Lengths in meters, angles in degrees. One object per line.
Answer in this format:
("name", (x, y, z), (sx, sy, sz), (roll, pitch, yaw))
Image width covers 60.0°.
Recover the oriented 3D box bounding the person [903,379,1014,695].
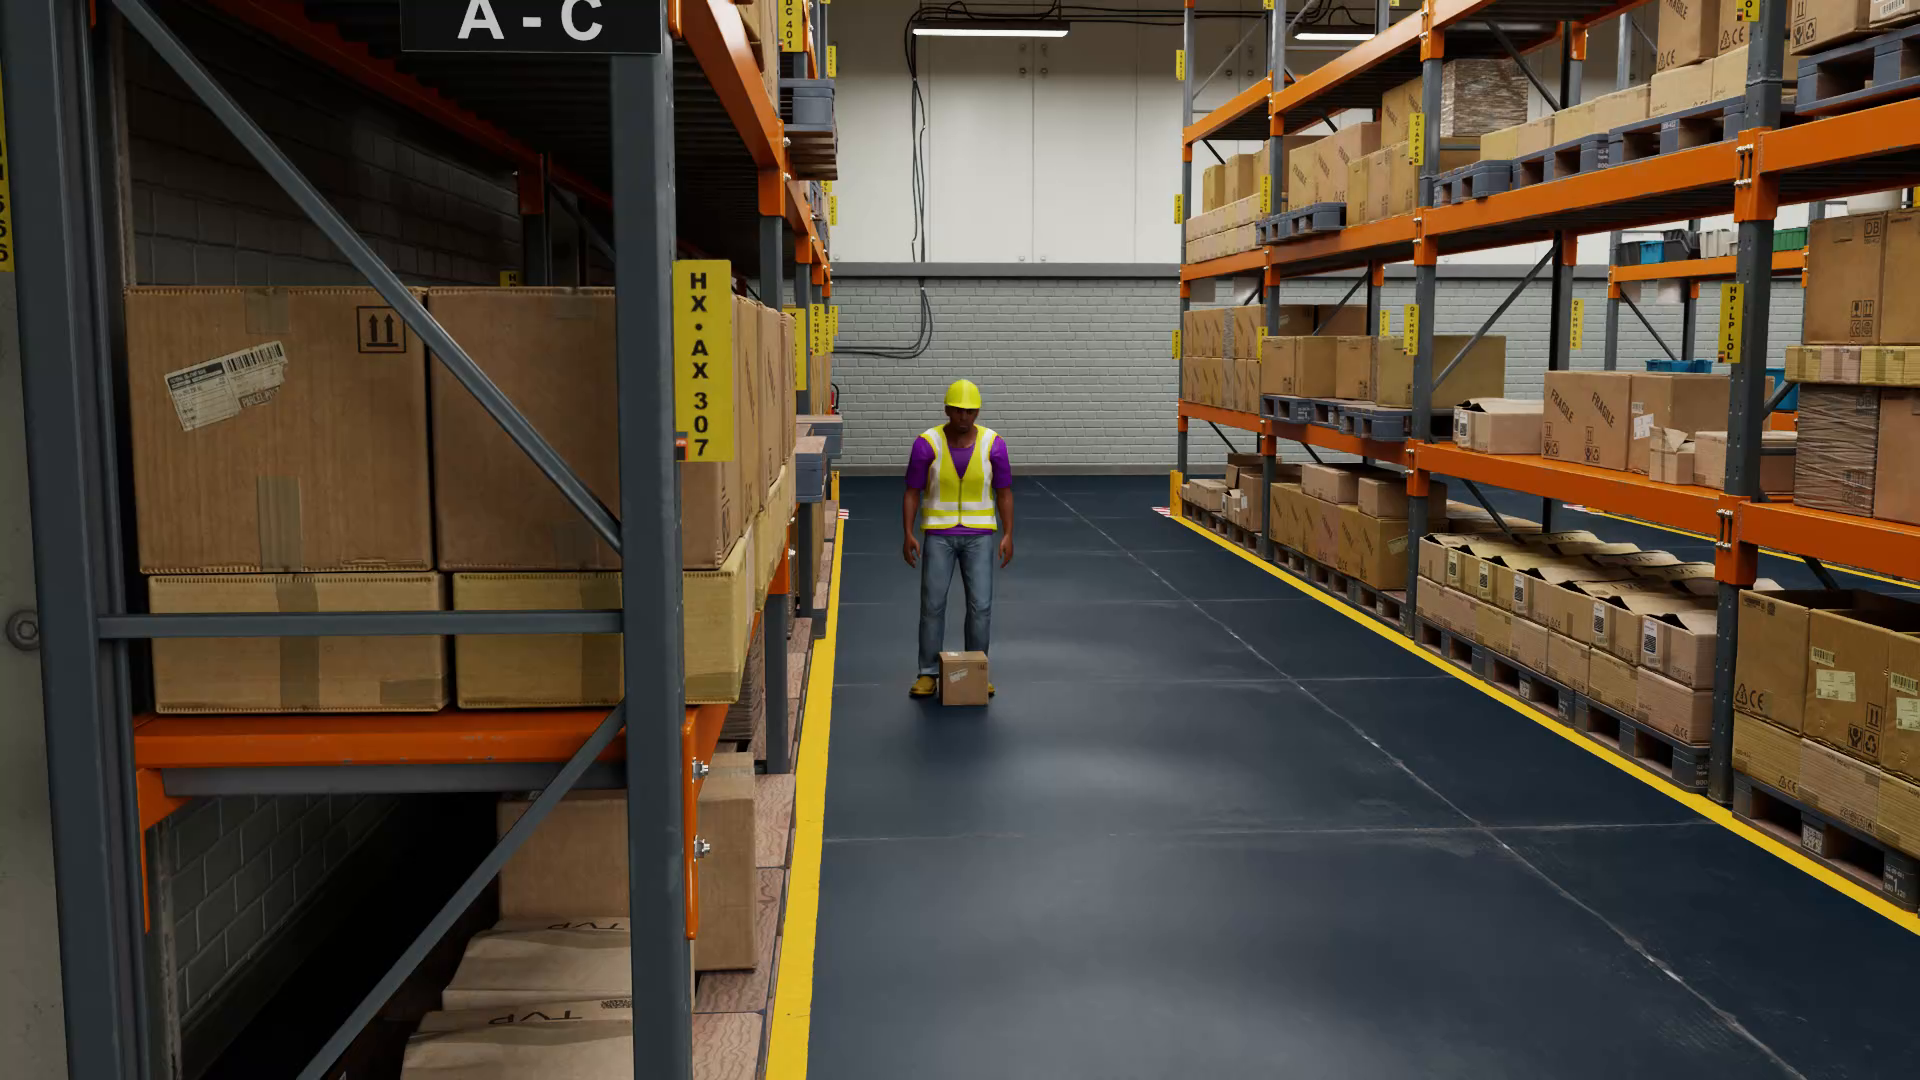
("person", (-0.008, -0.015, 9.287), (0.627, 1.761, 0.460), (0, 7, -4))
